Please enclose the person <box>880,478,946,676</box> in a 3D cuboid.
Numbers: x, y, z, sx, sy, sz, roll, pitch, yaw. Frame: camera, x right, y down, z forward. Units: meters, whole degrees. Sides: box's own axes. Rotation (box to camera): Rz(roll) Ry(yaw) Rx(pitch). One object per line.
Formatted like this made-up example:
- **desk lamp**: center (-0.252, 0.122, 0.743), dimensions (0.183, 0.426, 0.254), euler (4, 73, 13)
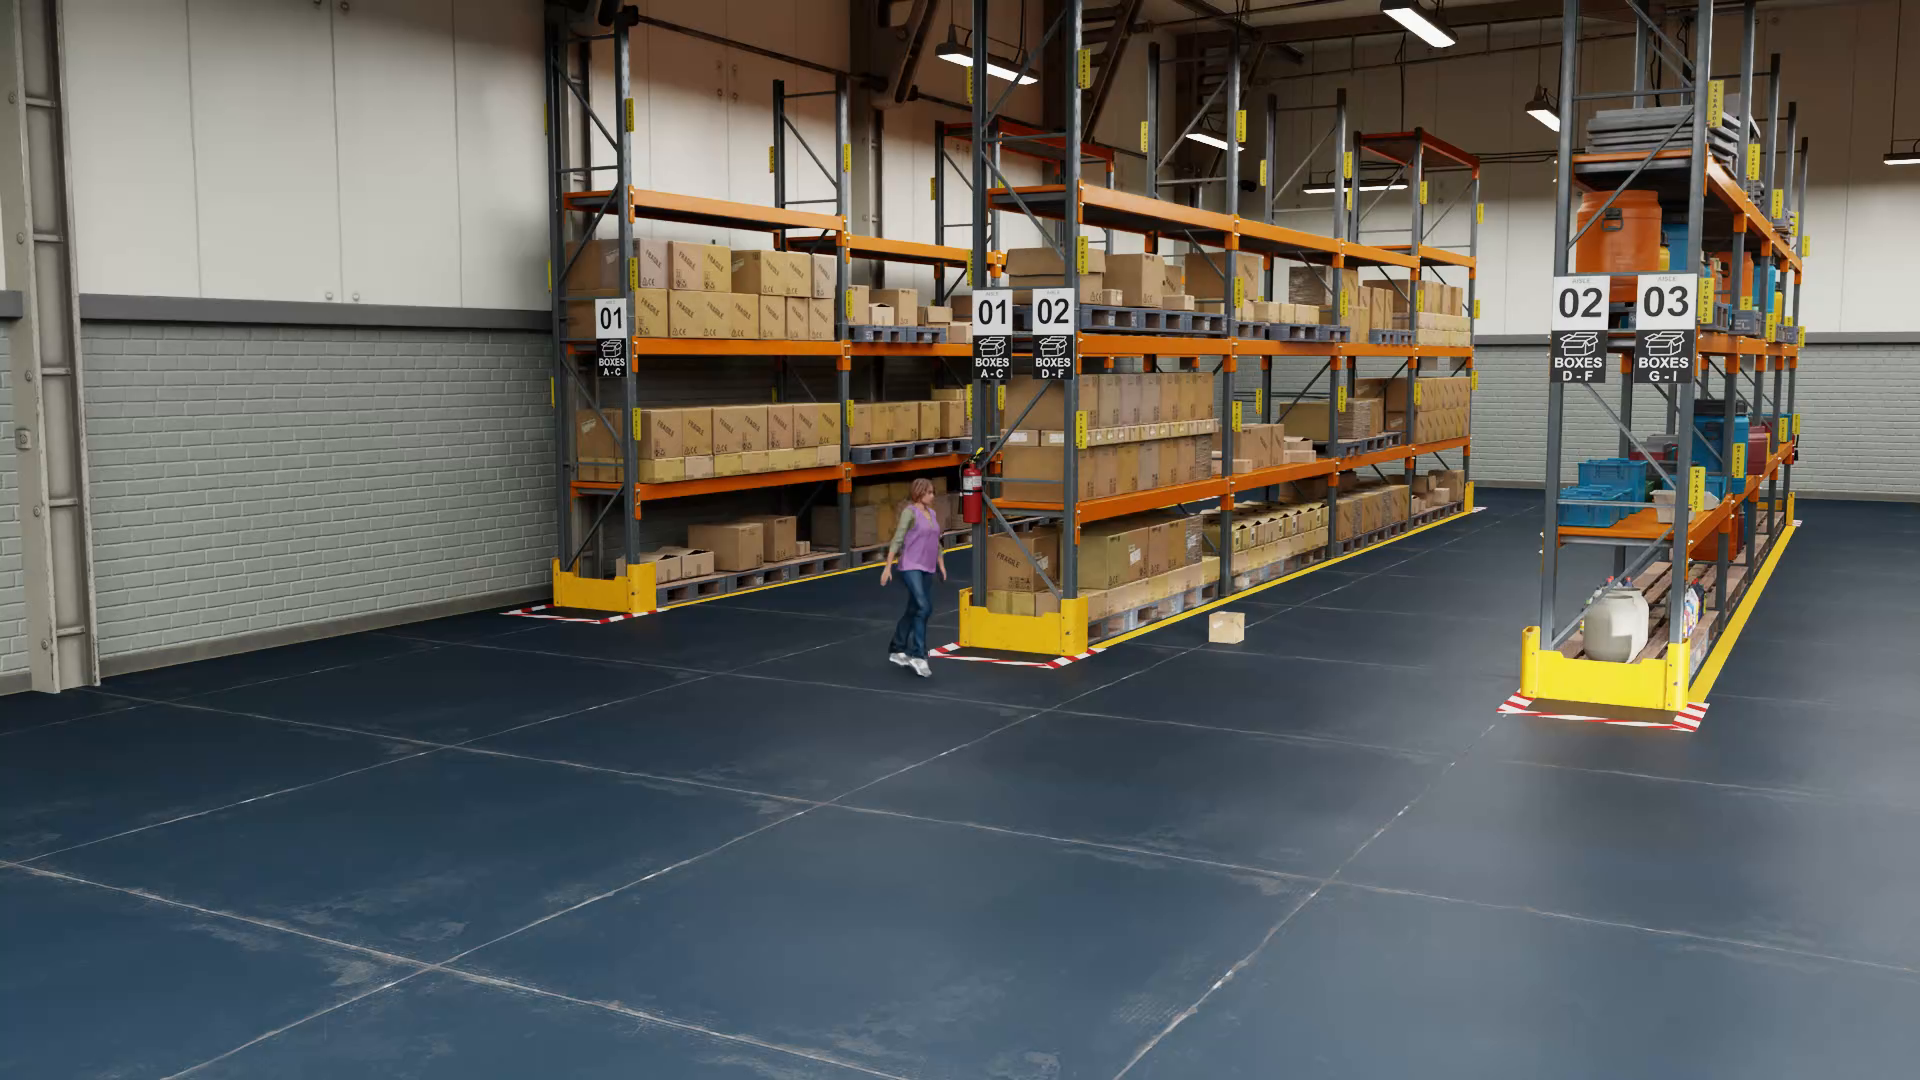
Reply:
- **person**: center (-0.362, 0.297, 13.885), dimensions (0.588, 1.621, 0.514), euler (5, 8, 37)
